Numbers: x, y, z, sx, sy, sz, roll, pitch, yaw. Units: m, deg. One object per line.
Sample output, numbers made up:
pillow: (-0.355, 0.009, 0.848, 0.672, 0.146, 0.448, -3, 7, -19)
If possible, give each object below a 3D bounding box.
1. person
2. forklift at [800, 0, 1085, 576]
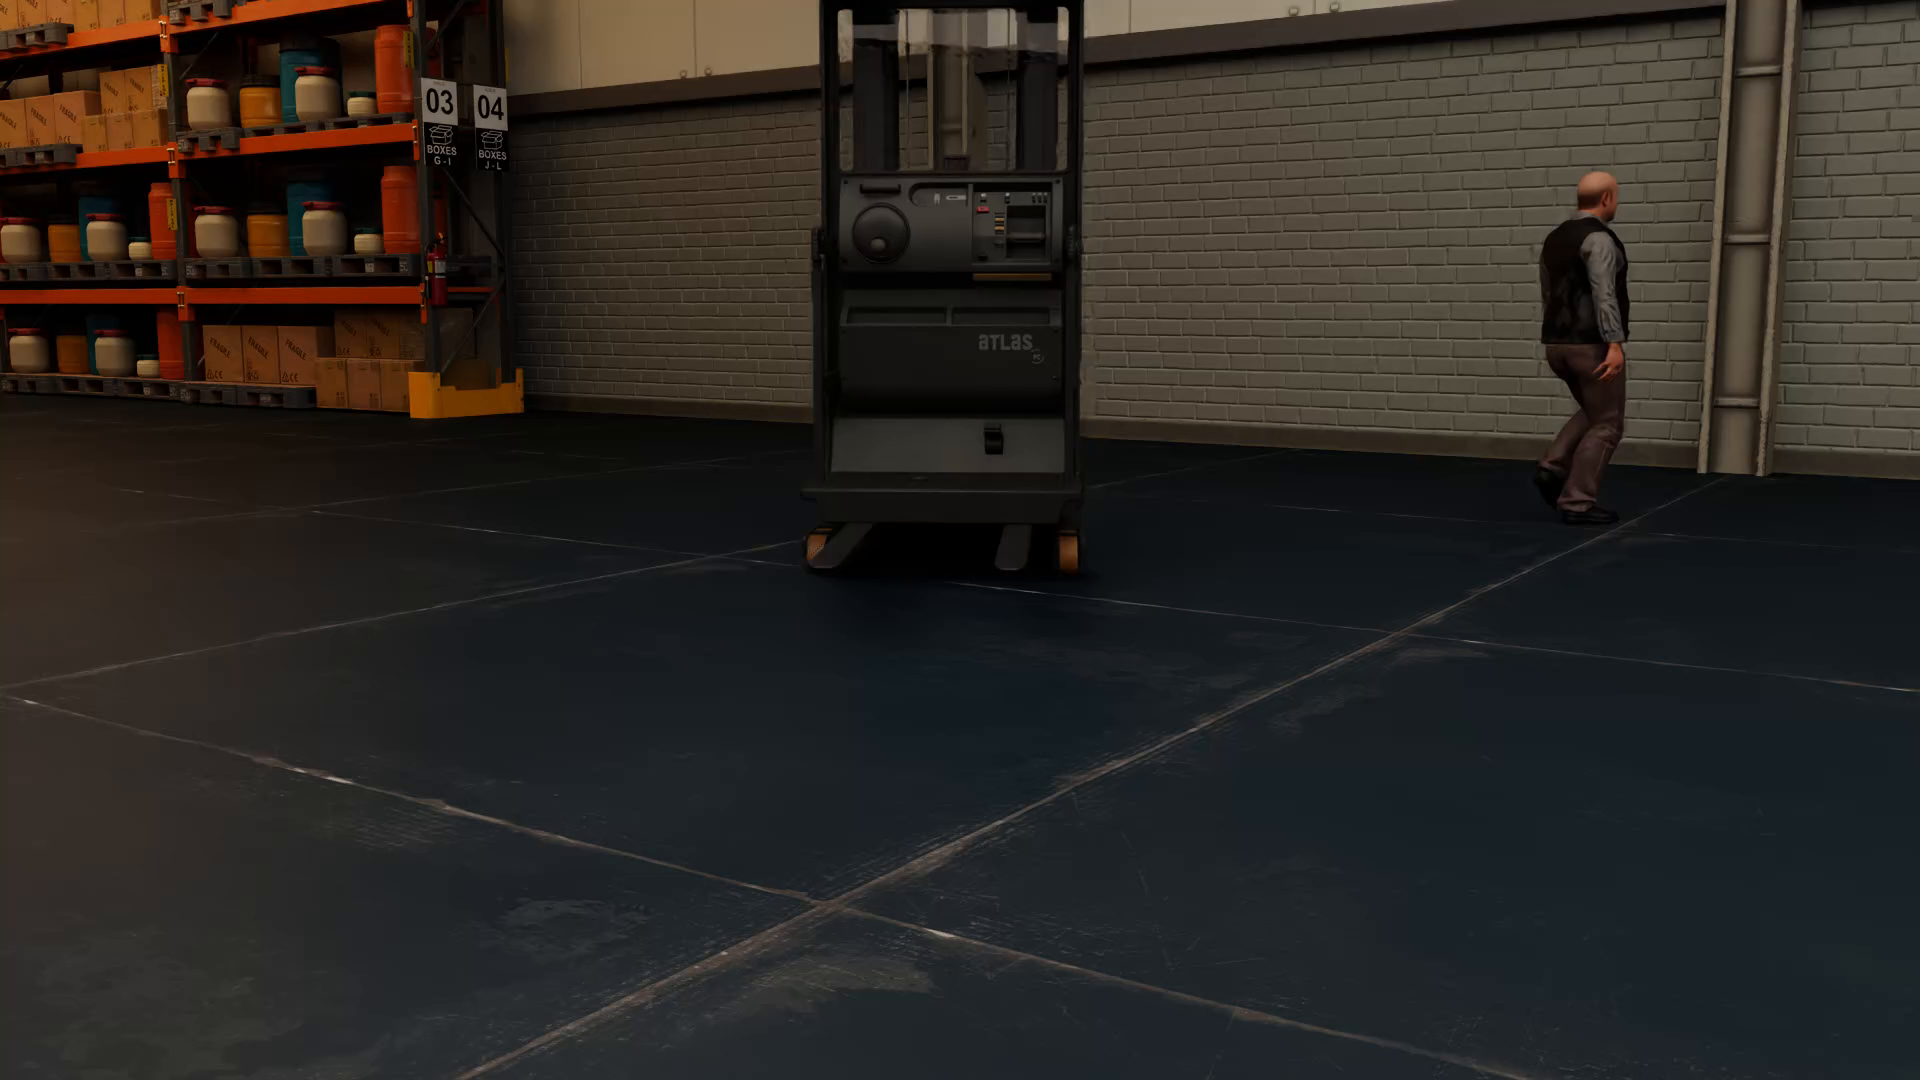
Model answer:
person: (3.120, -0.941, 8.174, 0.474, 1.703, 0.667, -2, 8, -13)
forklift: (-0.048, -1.351, 6.696, 1.130, 2.935, 3.031, 1, 8, 4)
